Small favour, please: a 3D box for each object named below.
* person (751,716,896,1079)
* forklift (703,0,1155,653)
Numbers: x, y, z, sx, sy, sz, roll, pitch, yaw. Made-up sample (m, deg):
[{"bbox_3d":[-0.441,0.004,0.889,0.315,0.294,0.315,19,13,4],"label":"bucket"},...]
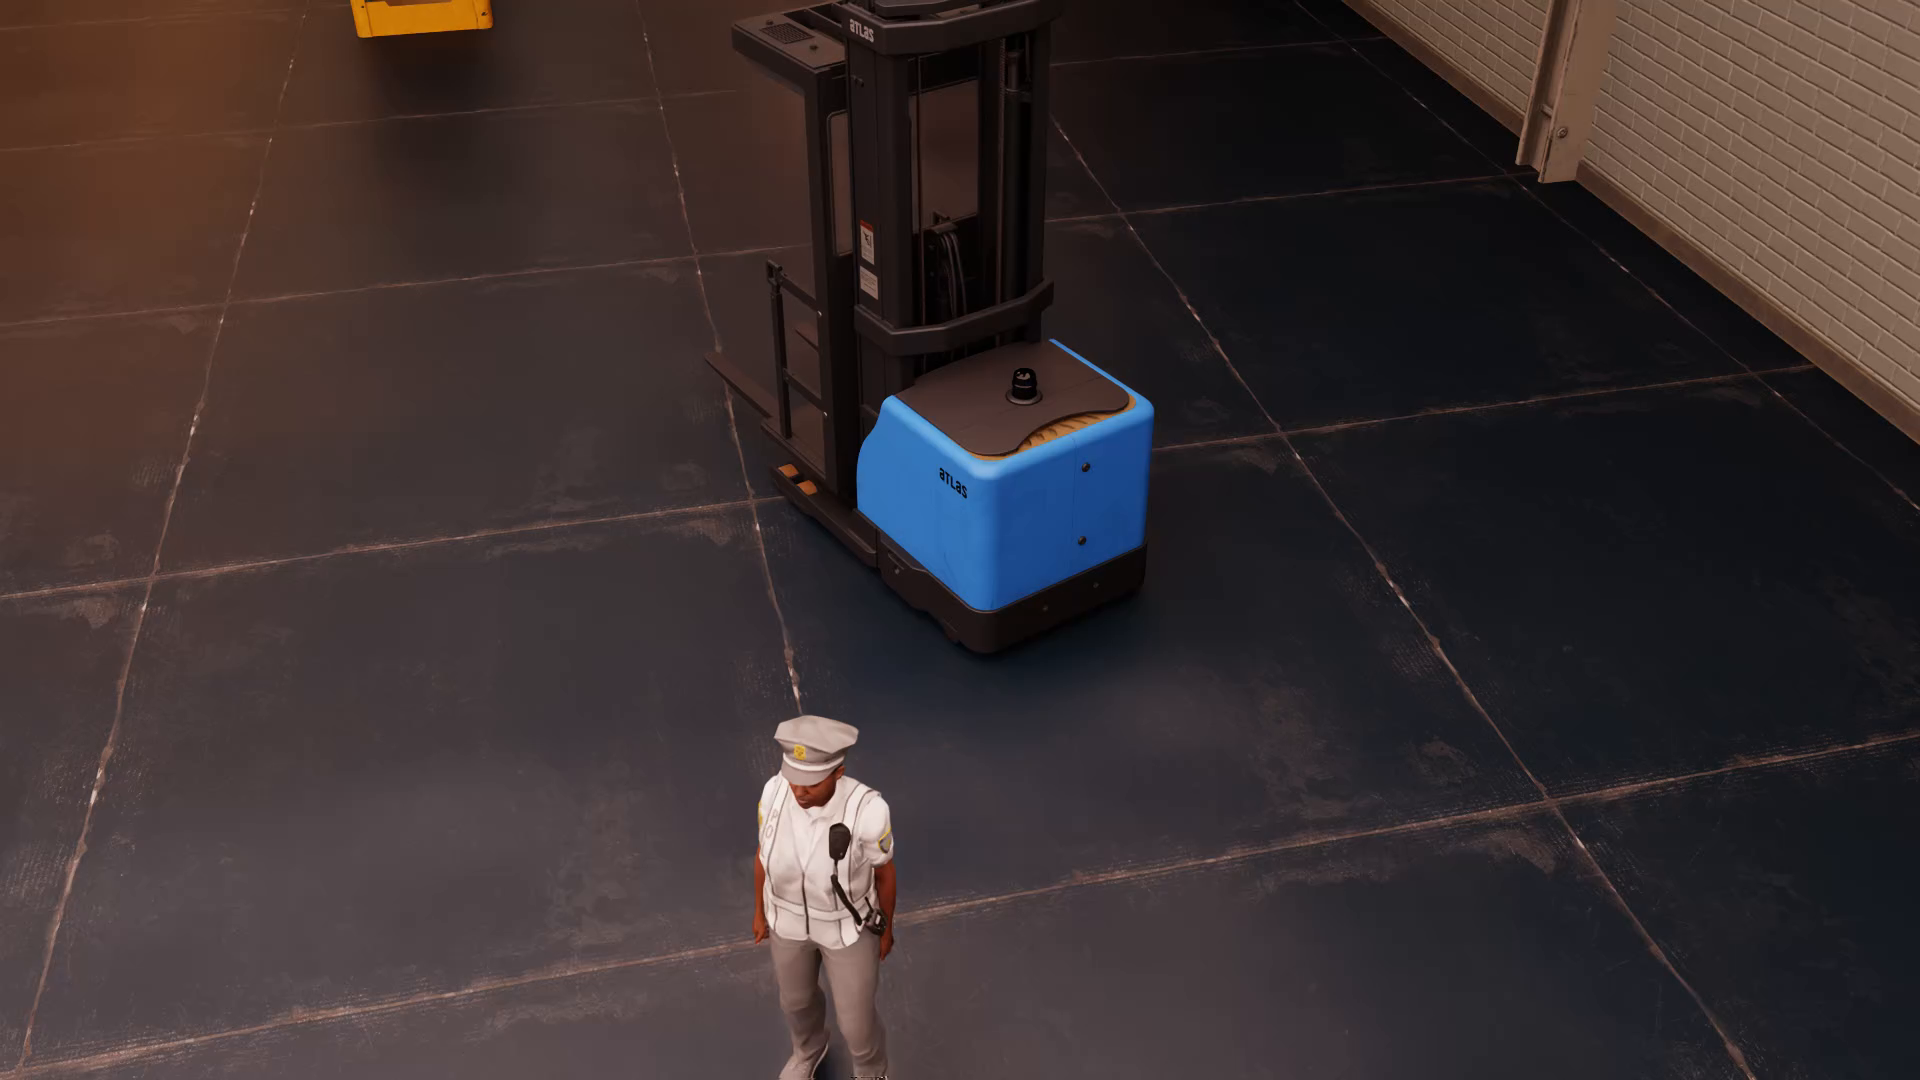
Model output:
[{"bbox_3d":[-0.459,1.257,5.387,0.487,1.696,0.390,10,37,13],"label":"person"},{"bbox_3d":[-0.350,-1.480,8.107,1.130,2.935,3.031,-22,41,-28],"label":"forklift"}]
